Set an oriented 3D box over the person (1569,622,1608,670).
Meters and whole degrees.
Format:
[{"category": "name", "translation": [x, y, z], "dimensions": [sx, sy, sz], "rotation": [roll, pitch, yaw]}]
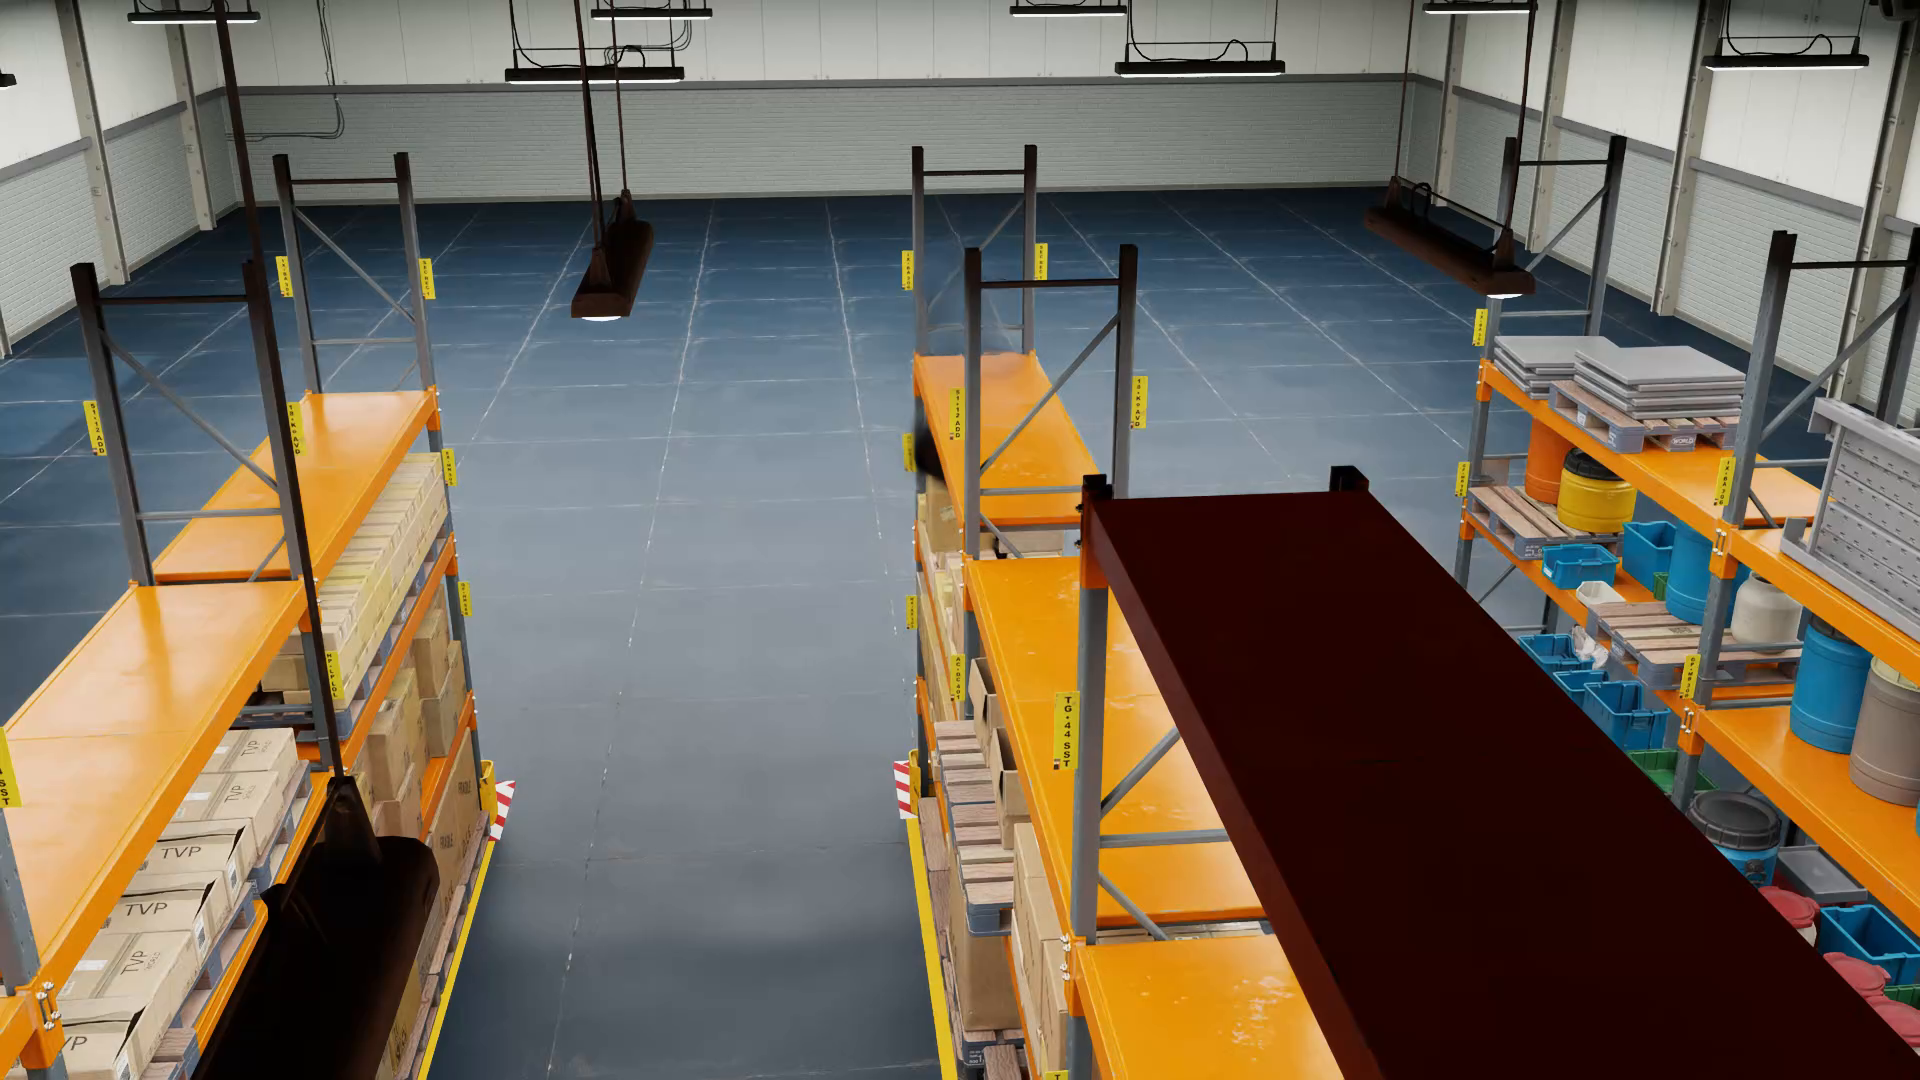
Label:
[{"category": "person", "translation": [6.170, 1.188, 16.457], "dimensions": [0.669, 1.640, 0.489], "rotation": [-18, 28, -38]}]
